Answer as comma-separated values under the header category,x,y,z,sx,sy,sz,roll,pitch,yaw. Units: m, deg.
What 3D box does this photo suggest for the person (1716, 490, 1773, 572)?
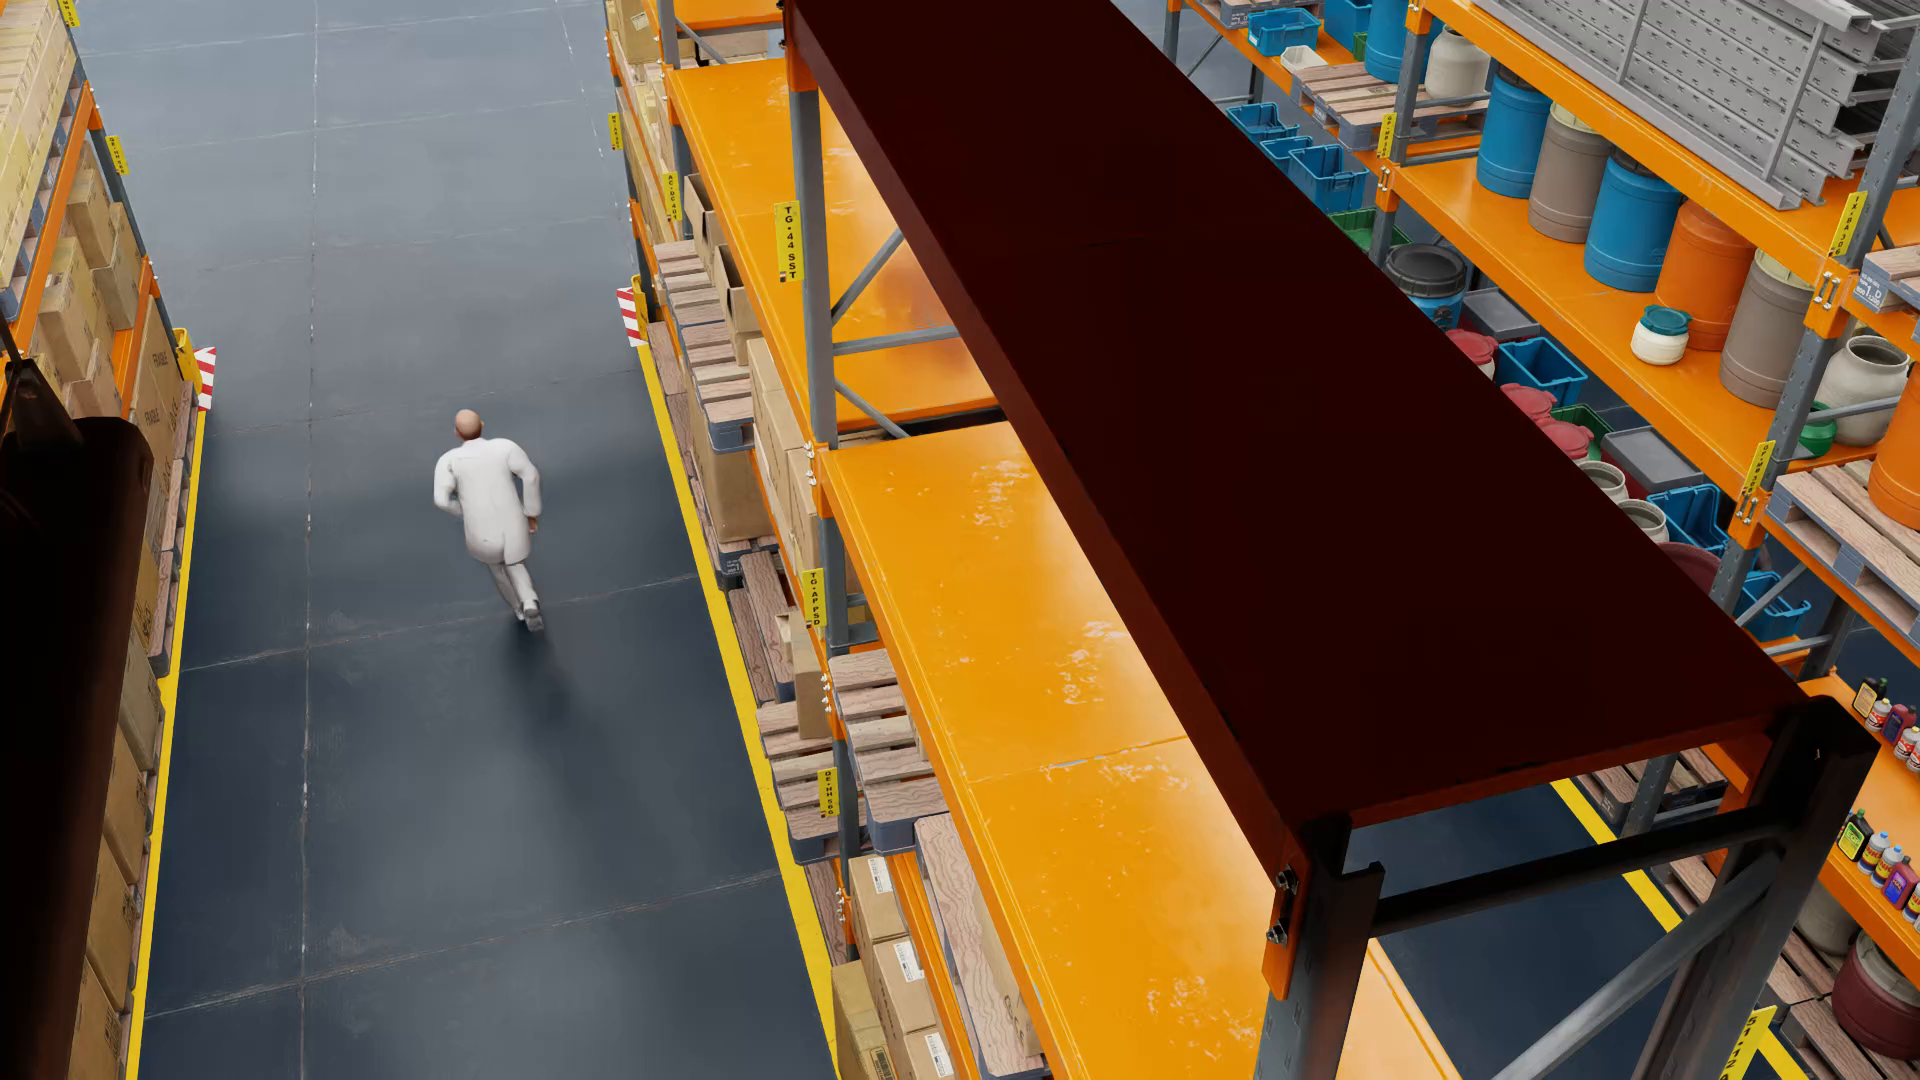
category,x,y,z,sx,sy,sz,roll,pitch,yaw
person,5.599,-0.293,11.776,0.651,1.742,0.902,-17,42,-20

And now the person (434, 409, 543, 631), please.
category,x,y,z,sx,sy,sz,roll,pitch,yaw
person,-3.182,-0.023,11.517,0.710,1.724,0.868,-21,43,-25
